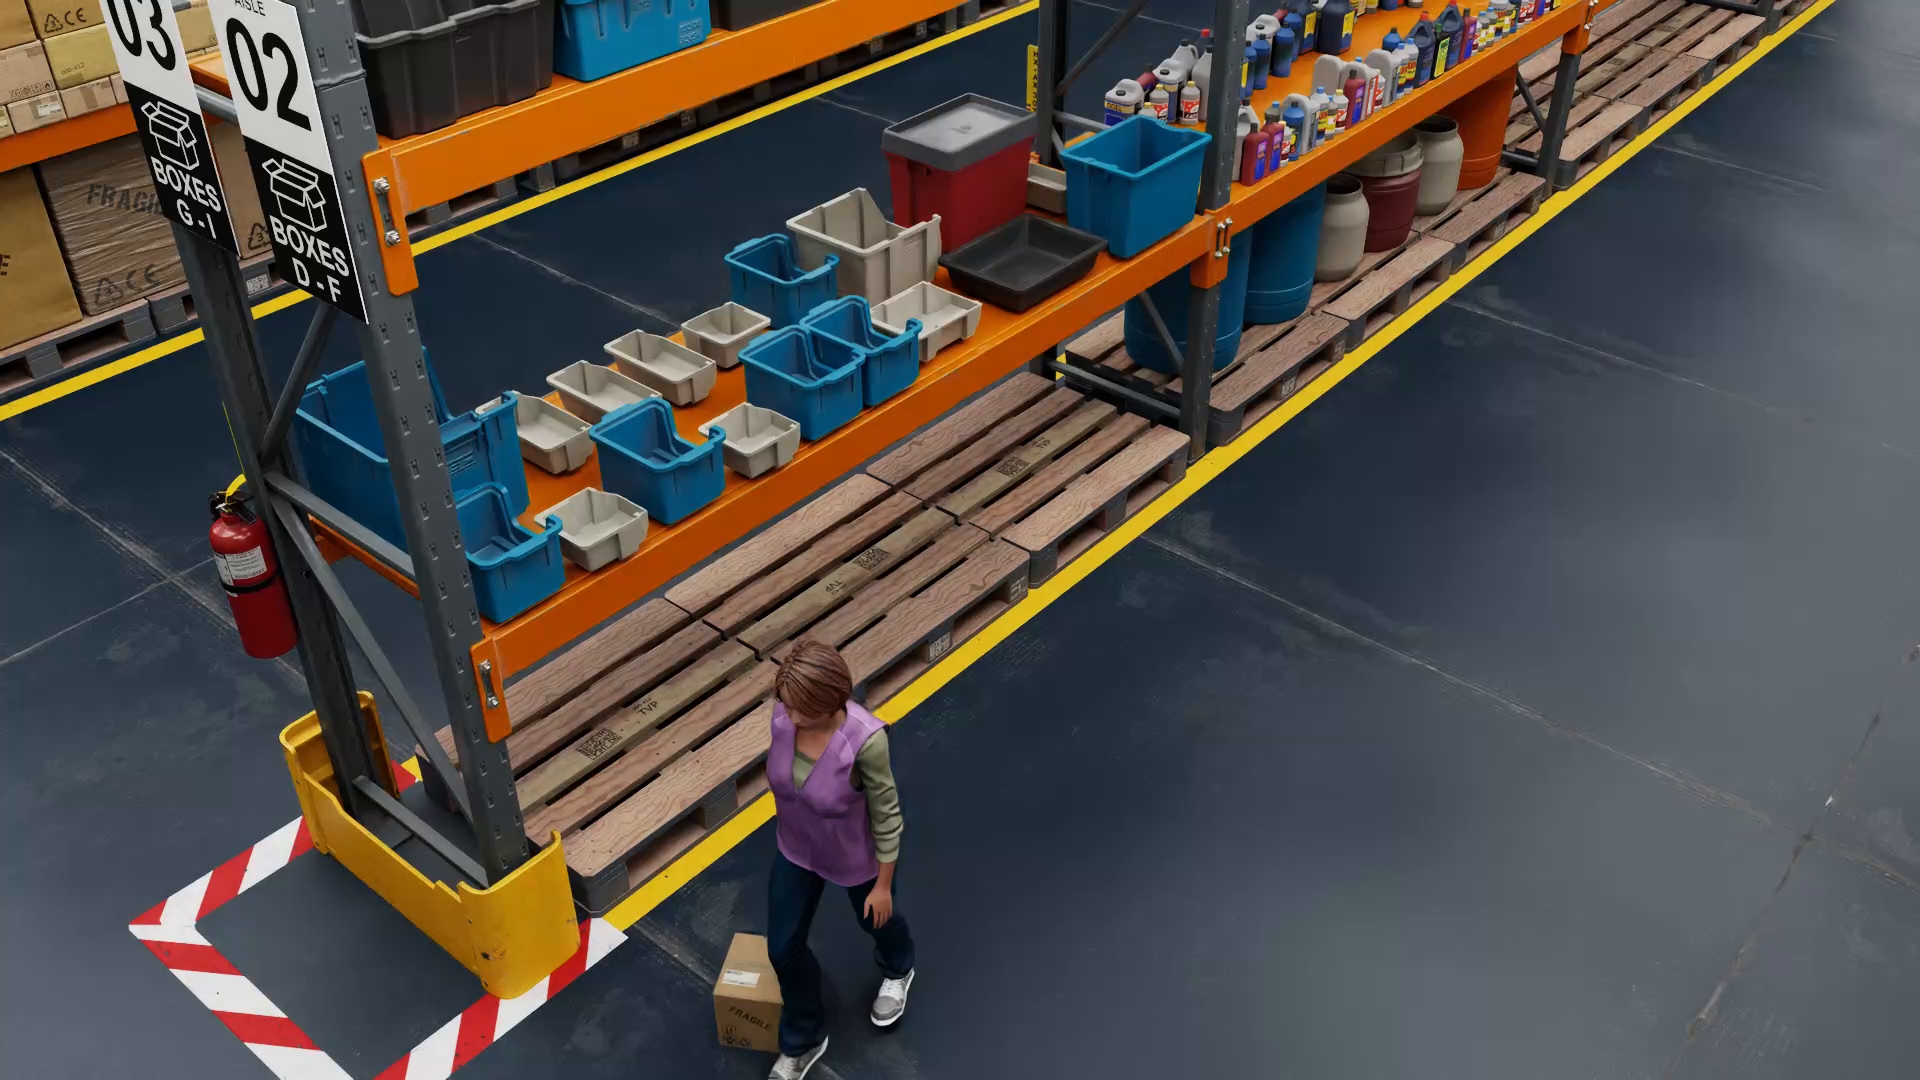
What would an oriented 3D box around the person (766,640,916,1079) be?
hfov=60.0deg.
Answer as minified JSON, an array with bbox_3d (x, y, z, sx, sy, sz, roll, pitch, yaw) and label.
[{"bbox_3d":[-0.376,0.934,4.864,0.485,1.636,0.633,16,38,21],"label":"person"}]
